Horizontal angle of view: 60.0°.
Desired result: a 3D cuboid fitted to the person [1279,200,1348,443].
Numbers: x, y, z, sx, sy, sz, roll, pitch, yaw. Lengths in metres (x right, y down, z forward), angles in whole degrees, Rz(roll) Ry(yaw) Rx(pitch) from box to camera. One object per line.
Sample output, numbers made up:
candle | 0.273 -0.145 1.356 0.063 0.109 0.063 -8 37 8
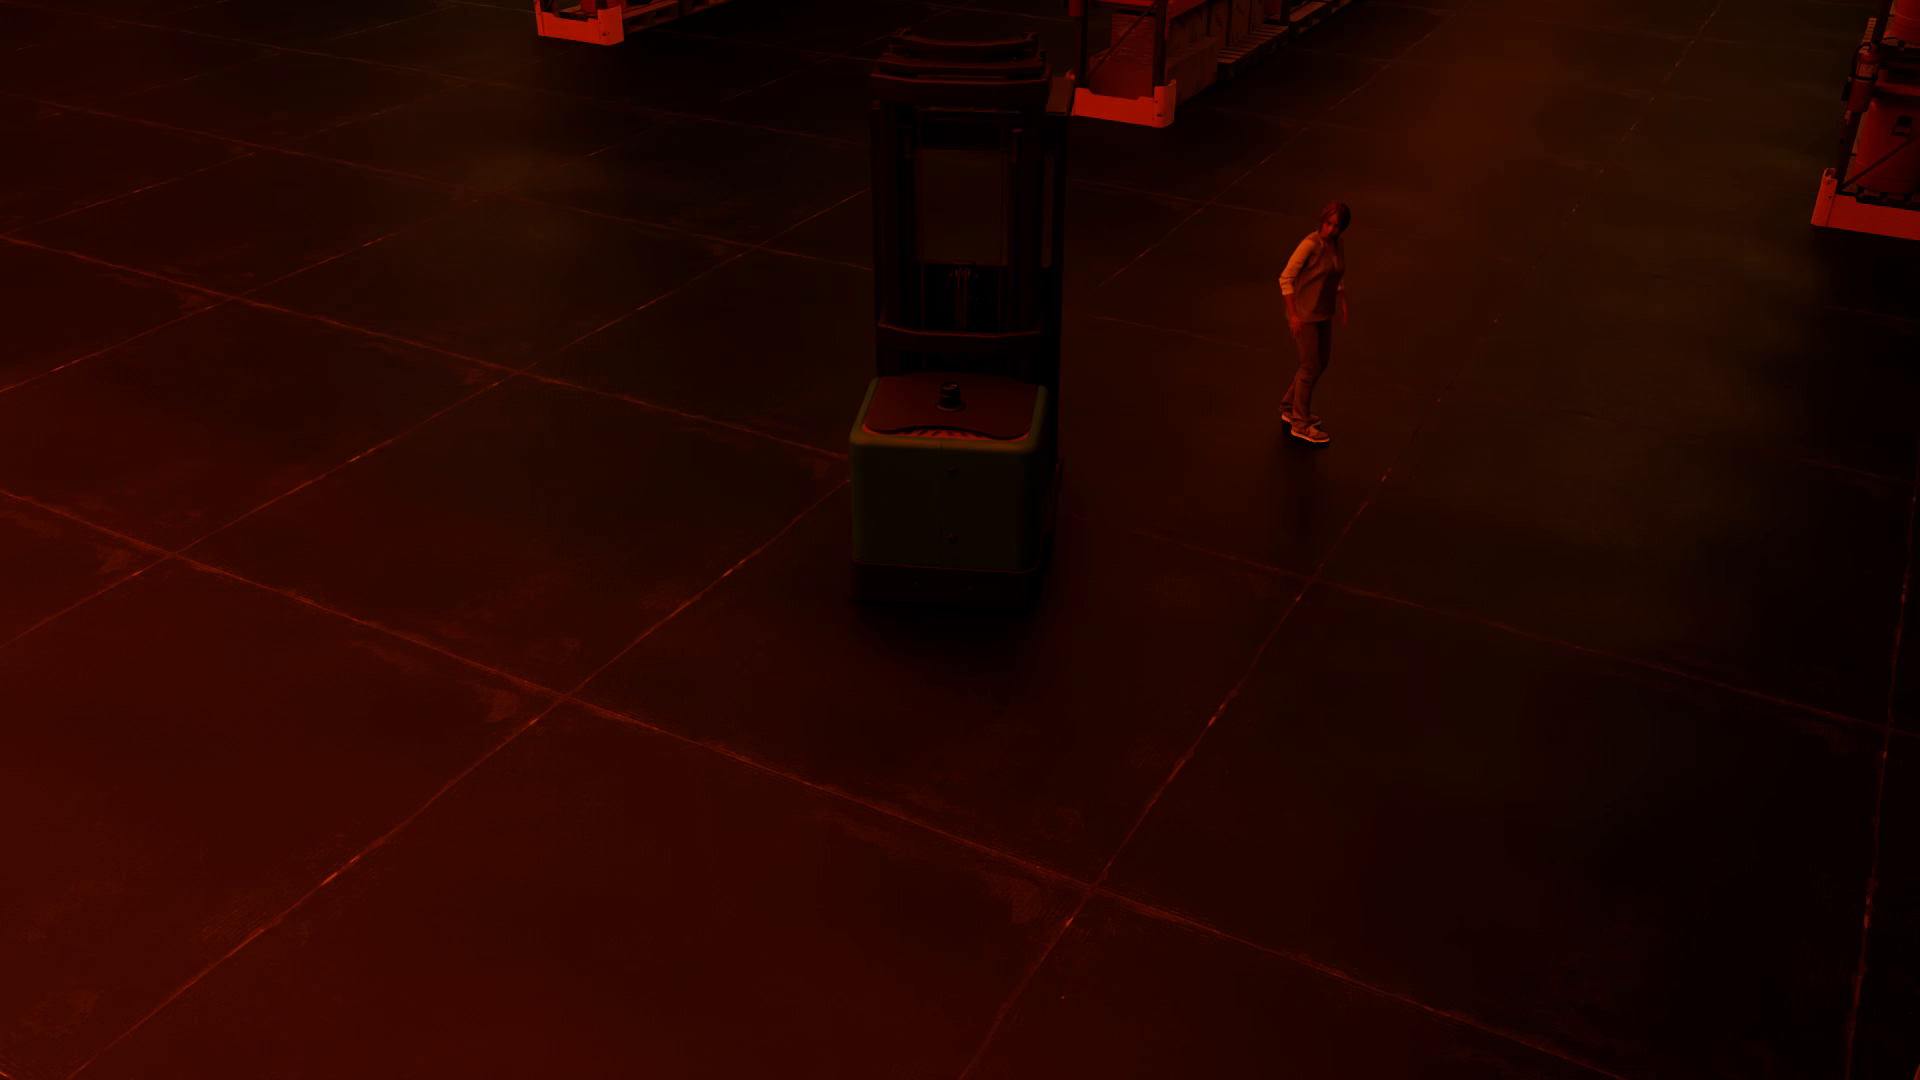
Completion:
person | 2.369 -1.446 10.928 0.457 1.585 0.617 23 37 34

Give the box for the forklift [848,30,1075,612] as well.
forklift | 0.075 -1.584 9.815 1.130 2.935 3.031 3 30 6
